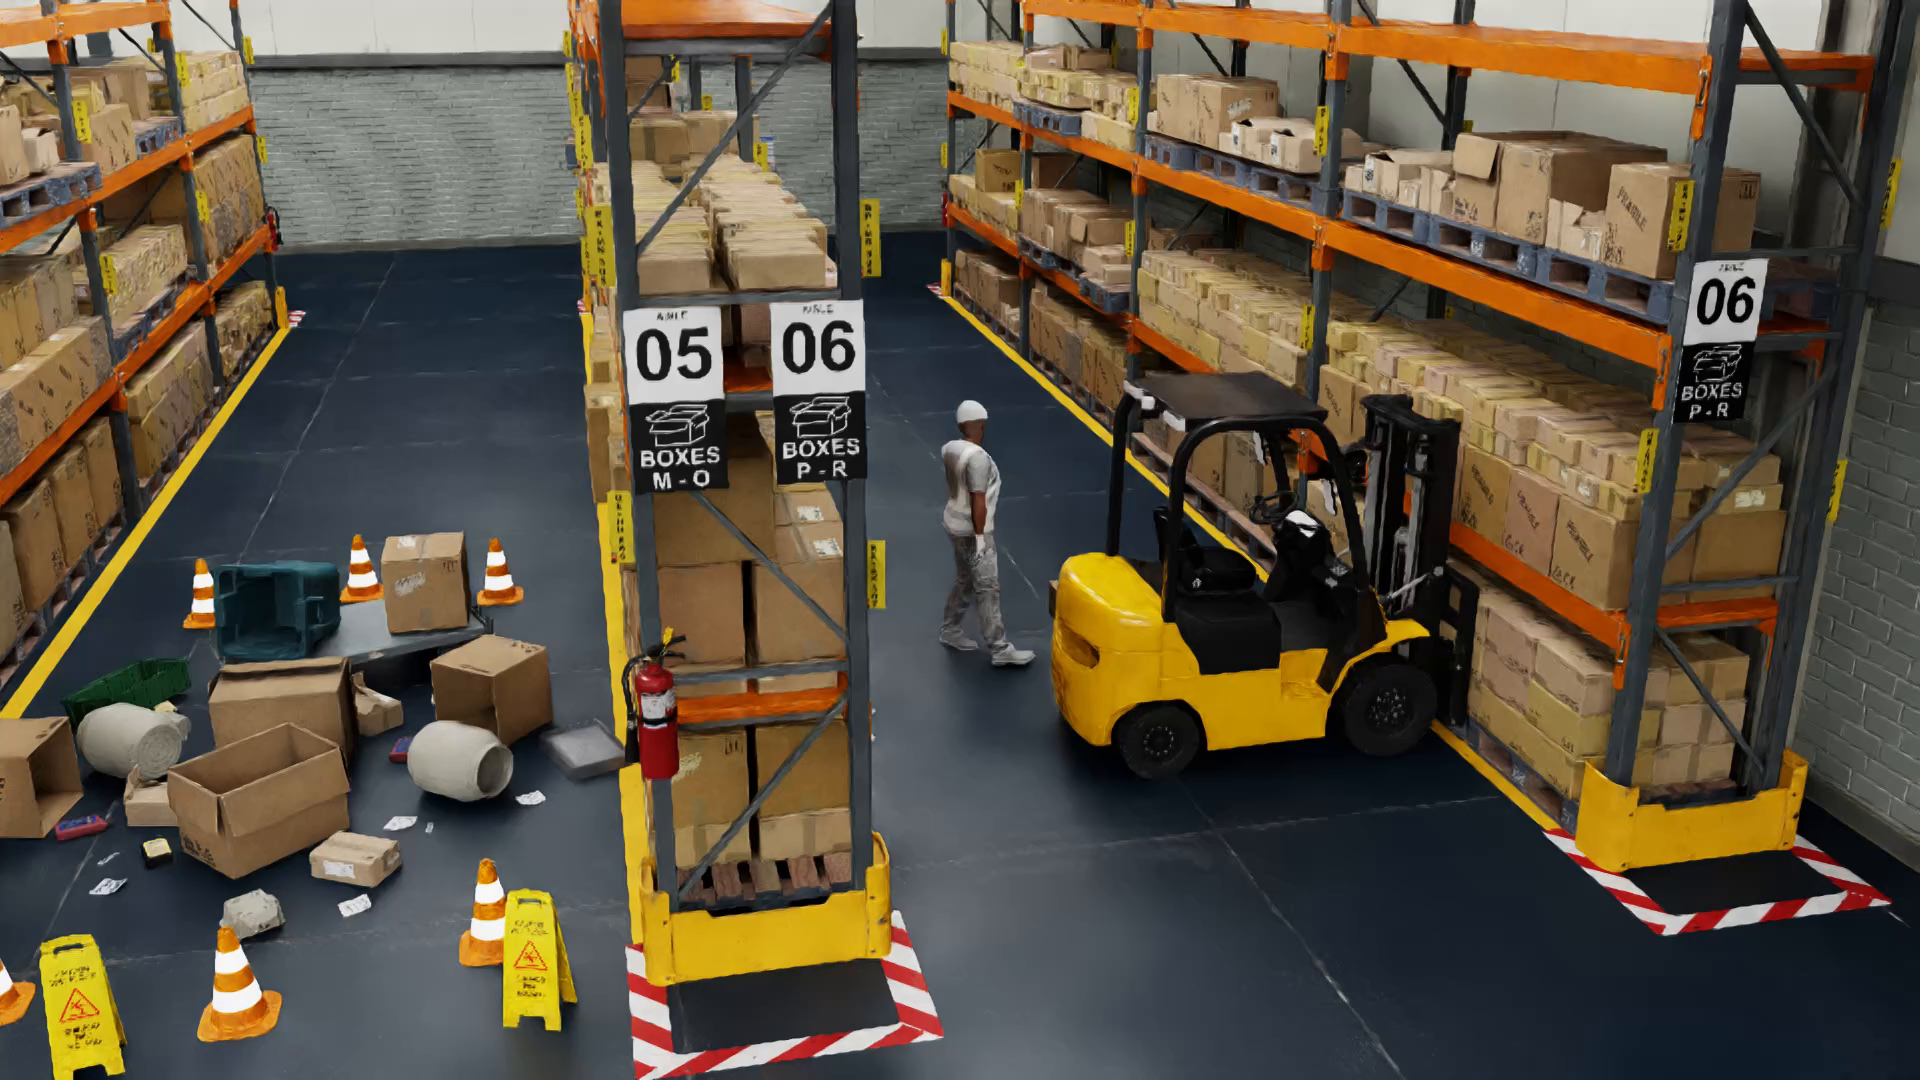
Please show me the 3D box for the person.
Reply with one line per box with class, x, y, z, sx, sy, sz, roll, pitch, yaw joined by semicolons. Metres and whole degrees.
person;0.176;-0.050;11.241;0.576;1.763;0.690;-4;20;-11
